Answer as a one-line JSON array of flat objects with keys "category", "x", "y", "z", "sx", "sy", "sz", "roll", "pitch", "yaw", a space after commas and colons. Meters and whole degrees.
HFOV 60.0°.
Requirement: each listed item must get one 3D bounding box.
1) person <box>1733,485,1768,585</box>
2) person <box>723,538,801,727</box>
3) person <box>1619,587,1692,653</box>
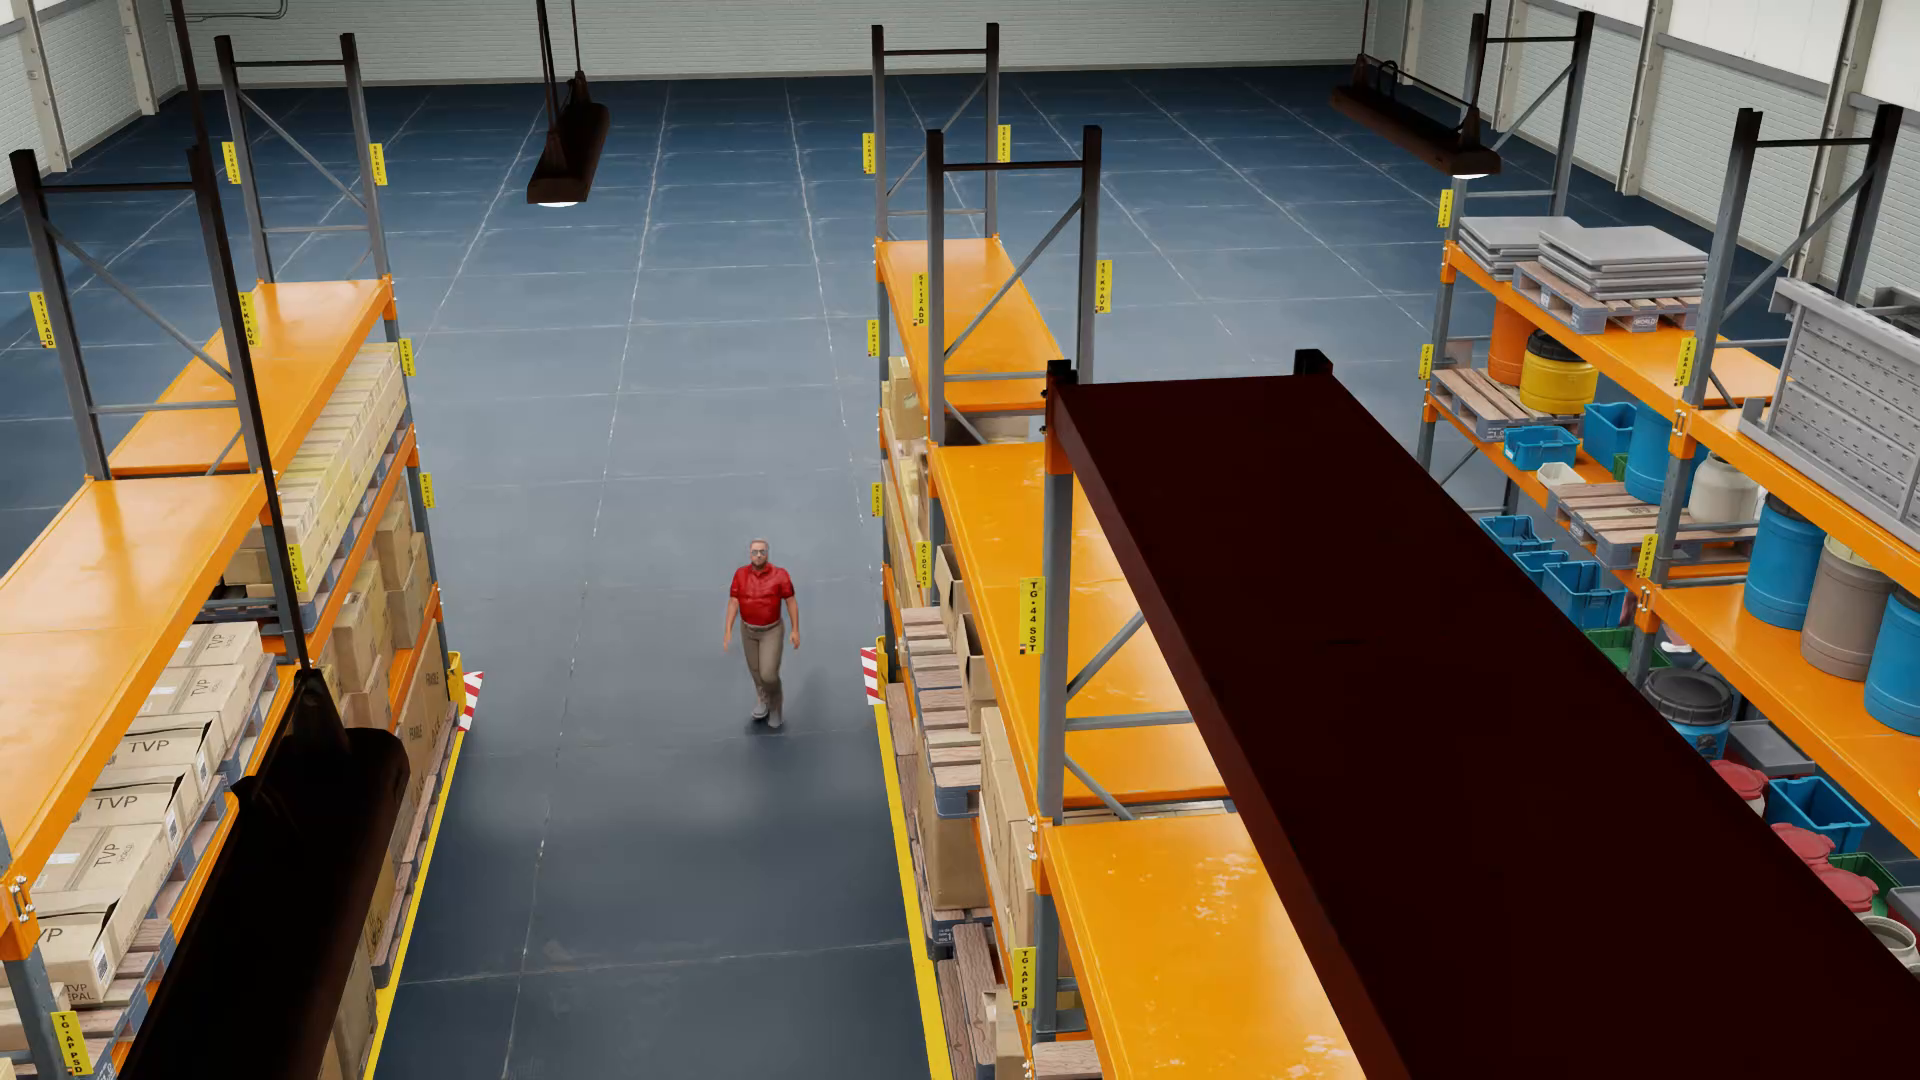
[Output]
[{"category": "person", "x": 8.013, "y": -0.123, "z": 16.786, "sx": 0.772, "sy": 1.811, "sz": 0.601, "roll": -22, "pitch": 33, "yaw": -38}, {"category": "person", "x": -1.767, "y": 0.884, "z": 14.750, "sx": 0.611, "sy": 1.794, "sz": 0.575, "roll": 11, "pitch": 28, "yaw": 22}, {"category": "person", "x": 6.697, "y": 0.315, "z": 15.994, "sx": 0.414, "sy": 1.597, "sz": 1.010, "roll": -18, "pitch": 31, "yaw": -33}]
